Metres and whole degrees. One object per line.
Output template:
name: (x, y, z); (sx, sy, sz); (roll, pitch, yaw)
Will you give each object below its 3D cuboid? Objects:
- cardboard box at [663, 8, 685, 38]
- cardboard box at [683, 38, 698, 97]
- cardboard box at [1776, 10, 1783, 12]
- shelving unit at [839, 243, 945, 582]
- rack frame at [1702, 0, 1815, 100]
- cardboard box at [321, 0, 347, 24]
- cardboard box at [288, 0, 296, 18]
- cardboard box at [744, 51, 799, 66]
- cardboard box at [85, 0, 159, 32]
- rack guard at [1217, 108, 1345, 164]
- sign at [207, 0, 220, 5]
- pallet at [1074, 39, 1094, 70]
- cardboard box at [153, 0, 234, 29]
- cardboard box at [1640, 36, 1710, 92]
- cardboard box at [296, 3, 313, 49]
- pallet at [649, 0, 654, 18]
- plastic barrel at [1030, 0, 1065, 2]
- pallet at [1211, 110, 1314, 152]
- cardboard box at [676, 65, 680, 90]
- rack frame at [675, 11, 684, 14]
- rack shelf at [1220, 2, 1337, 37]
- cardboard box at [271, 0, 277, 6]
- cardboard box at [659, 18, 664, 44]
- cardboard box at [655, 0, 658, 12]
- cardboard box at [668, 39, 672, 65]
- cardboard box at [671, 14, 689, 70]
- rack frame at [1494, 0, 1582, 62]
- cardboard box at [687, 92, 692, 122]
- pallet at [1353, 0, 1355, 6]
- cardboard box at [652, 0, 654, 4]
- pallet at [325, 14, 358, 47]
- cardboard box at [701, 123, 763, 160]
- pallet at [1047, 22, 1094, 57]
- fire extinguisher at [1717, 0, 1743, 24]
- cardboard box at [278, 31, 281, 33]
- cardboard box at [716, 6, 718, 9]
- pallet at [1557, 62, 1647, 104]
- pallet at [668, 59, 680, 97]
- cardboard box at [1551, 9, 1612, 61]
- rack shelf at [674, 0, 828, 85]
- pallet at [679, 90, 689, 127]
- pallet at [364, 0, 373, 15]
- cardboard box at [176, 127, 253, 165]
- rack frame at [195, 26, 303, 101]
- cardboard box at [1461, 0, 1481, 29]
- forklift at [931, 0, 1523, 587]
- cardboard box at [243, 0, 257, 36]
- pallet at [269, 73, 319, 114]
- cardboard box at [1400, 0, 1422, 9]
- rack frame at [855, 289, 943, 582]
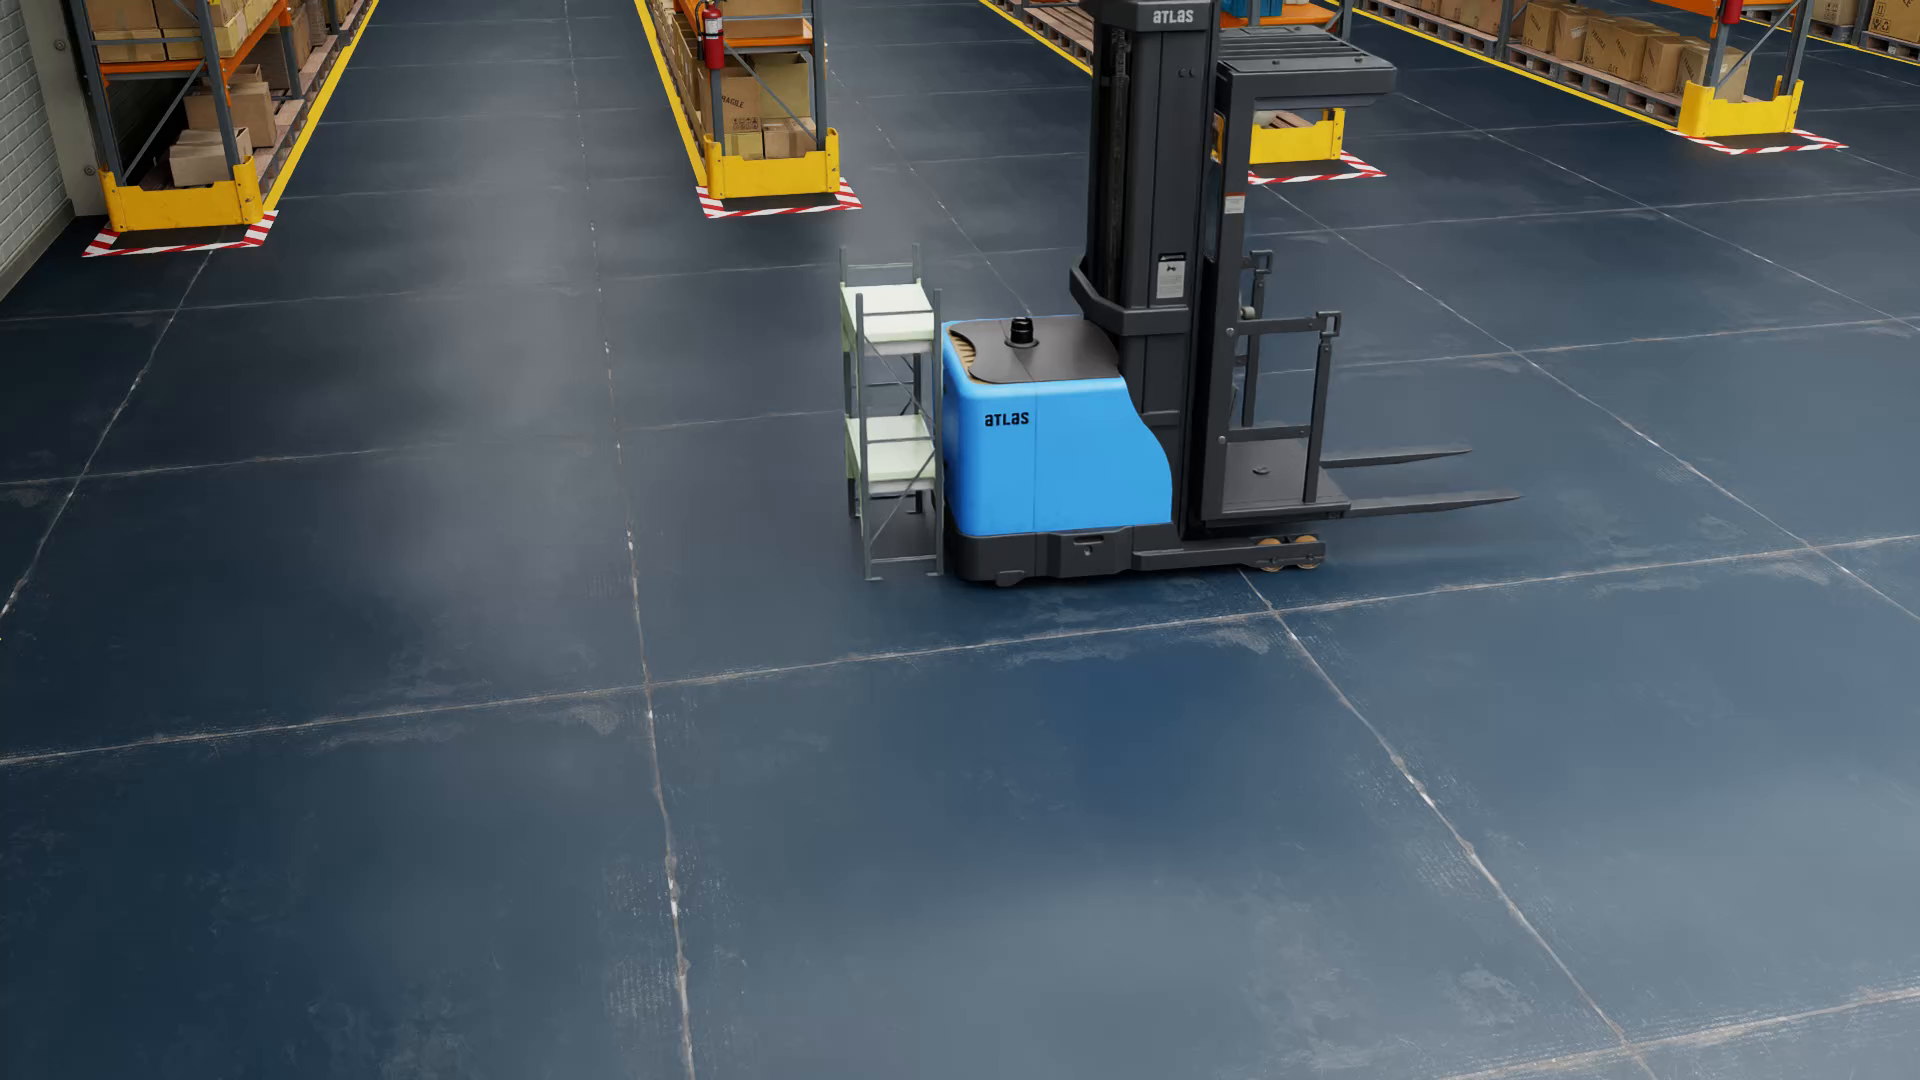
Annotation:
cardboard box: (-3.189, -6.062, 19.395); (0.500, 0.311, 0.500); (-6, 27, -12)
cardboard box: (-2.445, -4.657, 16.402); (0.500, 0.500, 0.500); (-6, 27, -12)
cardboard box: (11.481, -7.590, 22.490); (1.050, 0.750, 0.750); (-6, 27, -12)
shelving unit: (-0.344, -0.643, 8.359); (0.431, 1.500, 0.755); (-4, 27, -8)
rack frame: (7.969, -5.505, 16.327); (1.000, 3.000, 0.127); (-6, 27, -12)
cardboard box: (-8.350, -7.072, 21.351); (0.750, 0.750, 0.750); (-6, 27, -12)
cardboard box: (-7.911, -6.130, 19.020); (0.500, 0.250, 0.500); (-6, 27, -12)
cardboard box: (-1.828, -4.491, 16.071); (0.500, 0.500, 0.500); (-6, 27, -12)
cardboard box: (-6.822, -4.458, 13.565); (0.500, 0.500, 0.500); (-6, 27, -12)
rack guard: (3.080, -3.914, 15.950); (1.175, 0.500, 0.348); (-6, 27, -12)
sign: (-5.980, -4.437, 13.252); (0.100, 0.325, 0.005); (-6, 27, -12)
pallet: (2.027, -5.854, 20.113); (1.003, 0.211, 1.213); (-6, 27, -12)
cardboard box: (-6.324, -4.513, 13.673); (0.500, 0.500, 0.500); (-6, 27, -12)
cardboard box: (7.676, -5.111, 17.855); (0.500, 0.500, 0.500); (1, 27, 2)
cardboard box: (-8.096, -6.039, 19.673); (0.700, 0.500, 0.500); (-6, 27, -12)
pallet: (-3.889, -7.634, 23.640); (1.003, 0.211, 1.213); (-6, 27, -12)
plastic barrel: (1.213, -7.945, 23.105); (0.600, 0.830, 0.708); (-6, 27, -12)
pallet: (2.902, -4.143, 16.723); (1.003, 0.211, 1.213); (-6, 27, -12)
cardboard box: (-2.776, -4.982, 17.877); (0.500, 0.250, 0.500); (-6, 27, -12)
rack frame: (-2.585, -6.256, 17.816); (1.000, 3.000, 0.127); (-6, 27, -12)
rack shelf: (2.692, -5.559, 17.232); (1.077, 0.370, 4.000); (-6, 27, -12)
cardboard box: (-6.904, -5.297, 16.060); (0.500, 0.250, 0.500); (-6, 27, -11)
cardboard box: (-3.417, -6.264, 20.418); (0.500, 0.250, 0.500); (-7, 28, -13)
cardboard box: (-3.528, -6.733, 20.724); (0.500, 0.311, 0.500); (-7, 28, -13)
cardboard box: (-3.073, -5.591, 19.084); (0.500, 0.250, 0.500); (-6, 27, -12)
cardboard box: (-2.786, -5.316, 17.706); (0.500, 0.500, 0.500); (-6, 27, -12)
rack frame: (7.067, -7.261, 19.806); (1.000, 3.000, 0.127); (-6, 27, -12)
cardboard box: (-2.442, -4.323, 16.571); (0.500, 0.250, 0.500); (-6, 27, -12)
pallet: (6.062, -8.126, 24.614); (1.003, 0.211, 1.213); (-6, 27, -12)
cardboard box: (-3.926, -7.480, 22.526); (0.500, 0.500, 0.500); (-5, 27, -10)
pallet: (-8.416, -6.617, 21.625); (1.003, 0.211, 1.213); (-6, 27, -12)
cardboard box: (-2.092, -3.666, 15.269); (0.500, 0.250, 0.500); (-6, 27, -12)
pallet: (1.748, -6.390, 21.176); (1.003, 0.211, 1.213); (-6, 27, -12)
fire extinguisher: (7.545, -5.373, 16.152); (0.296, 0.674, 0.183); (-6, 27, -12)
cardboard box: (-7.758, -5.375, 18.357); (0.700, 0.500, 0.500); (-6, 27, -13)
cardboard box: (-1.899, -4.981, 15.179); (0.700, 0.500, 0.500); (-5, 27, -10)
pallet: (7.531, -5.188, 18.794); (1.003, 0.211, 1.213); (-6, 27, -12)
pallet: (-2.789, -5.331, 19.078); (1.003, 0.211, 1.213); (-6, 27, -12)
cardboard box: (7.255, -5.902, 19.422); (0.500, 0.500, 0.500); (2, 27, 5)
rack shelf: (-2.134, -5.057, 16.239); (1.077, 0.370, 4.000); (-6, 27, -12)
pallet: (-2.447, -4.658, 17.745); (1.003, 0.211, 1.213); (-6, 27, -12)
pallet: (-8.966, -7.688, 23.747); (1.003, 0.211, 1.213); (-6, 27, -12)
cardboard box: (-6.706, -3.555, 14.960); (0.500, 0.311, 0.500); (-4, 27, -7)
rack frame: (-7.411, -5.752, 16.817); (1.000, 3.000, 0.127); (-6, 27, -12)
cardboard box: (6.861, -6.824, 21.227); (0.700, 0.500, 0.500); (-6, 27, -12)
forklift: (1.407, -1.378, 8.227); (3.031, 2.935, 1.130); (-4, 27, -8)
cardboard box: (-6.550, -4.635, 14.748); (0.500, 0.250, 0.500); (-6, 27, -12)
pallet: (-7.587, -4.848, 18.122); (1.003, 0.211, 1.213); (-6, 27, -12)
cardboard box: (6.474, -7.563, 22.691); (0.700, 0.500, 0.500); (-8, 28, -16)
rack frame: (-0.284, -0.481, 8.037); (0.400, 1.500, 0.023); (-4, 27, -8)
